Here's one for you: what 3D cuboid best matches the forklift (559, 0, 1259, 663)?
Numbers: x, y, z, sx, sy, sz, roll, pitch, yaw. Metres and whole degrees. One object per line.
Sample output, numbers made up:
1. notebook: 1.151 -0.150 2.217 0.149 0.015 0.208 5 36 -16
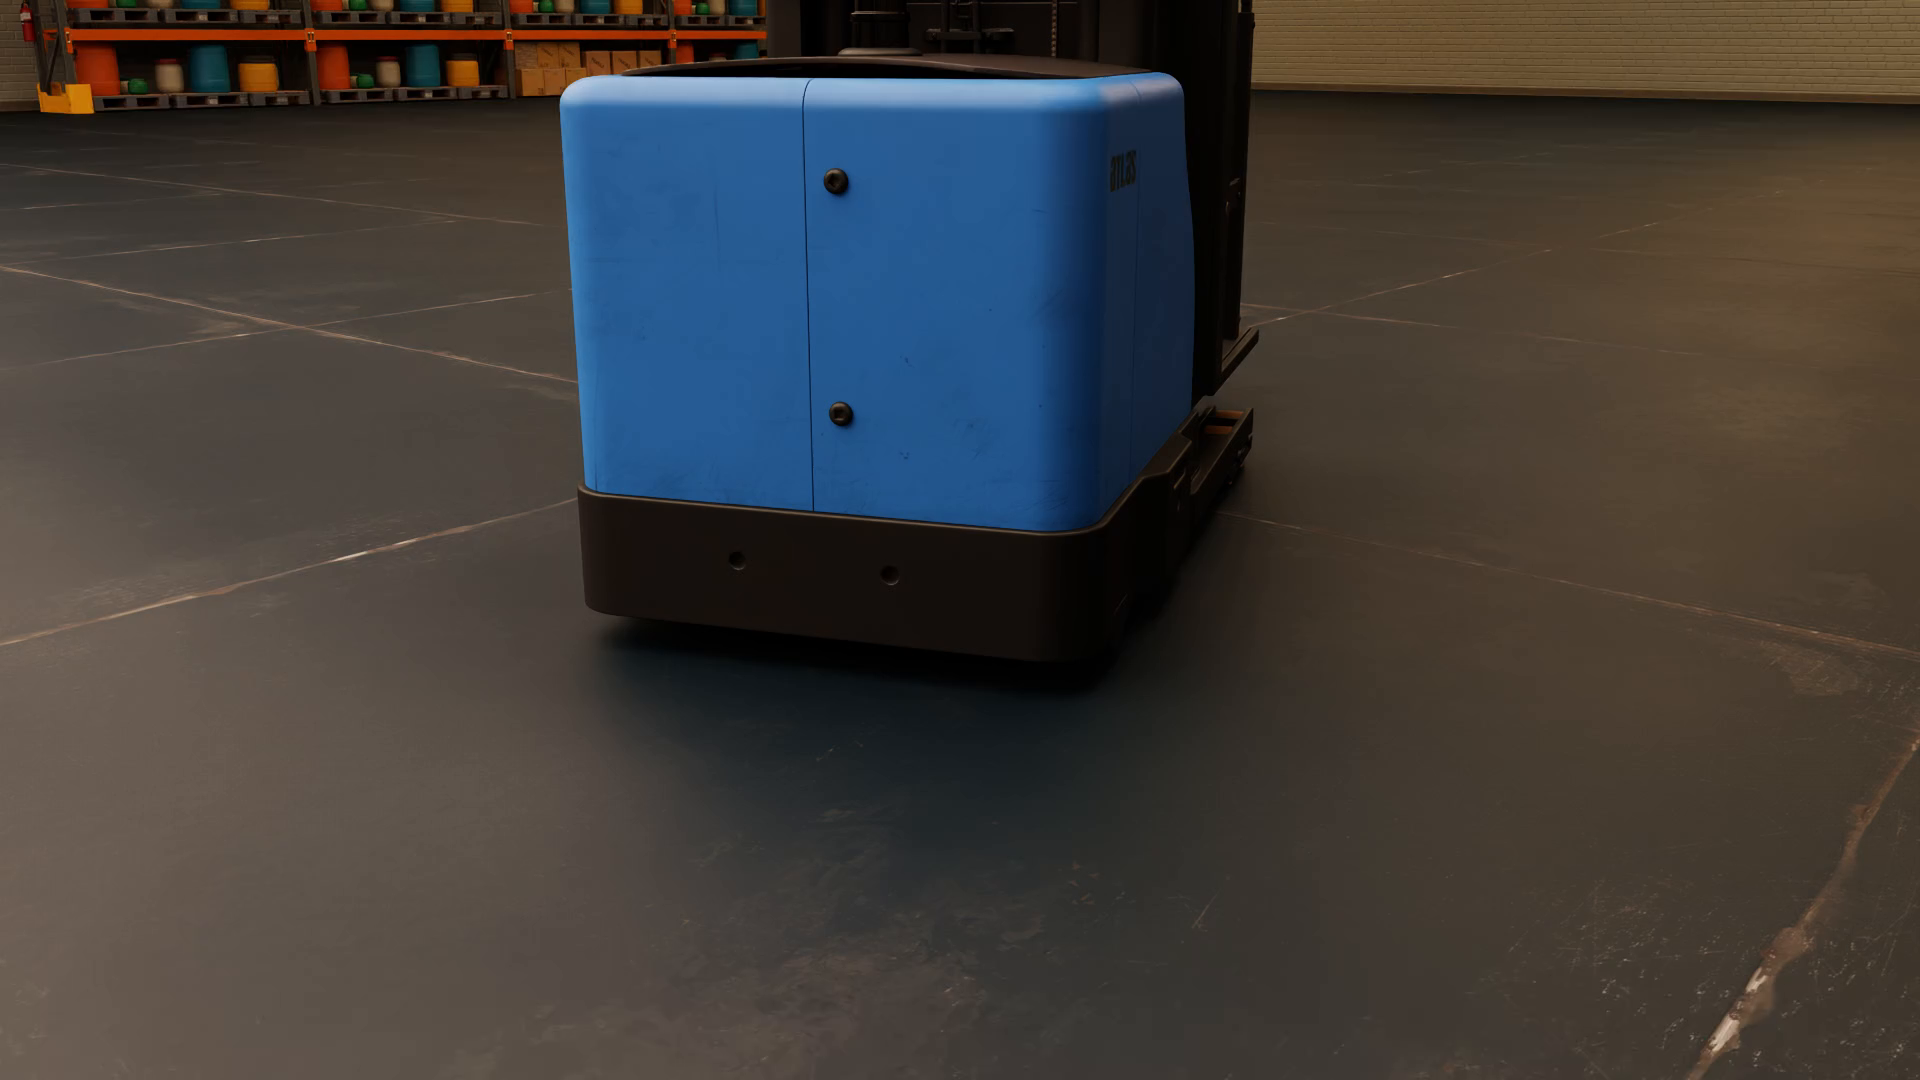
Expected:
1. forklift: 0.182 -1.571 4.072 1.130 2.935 3.031 5 18 17
